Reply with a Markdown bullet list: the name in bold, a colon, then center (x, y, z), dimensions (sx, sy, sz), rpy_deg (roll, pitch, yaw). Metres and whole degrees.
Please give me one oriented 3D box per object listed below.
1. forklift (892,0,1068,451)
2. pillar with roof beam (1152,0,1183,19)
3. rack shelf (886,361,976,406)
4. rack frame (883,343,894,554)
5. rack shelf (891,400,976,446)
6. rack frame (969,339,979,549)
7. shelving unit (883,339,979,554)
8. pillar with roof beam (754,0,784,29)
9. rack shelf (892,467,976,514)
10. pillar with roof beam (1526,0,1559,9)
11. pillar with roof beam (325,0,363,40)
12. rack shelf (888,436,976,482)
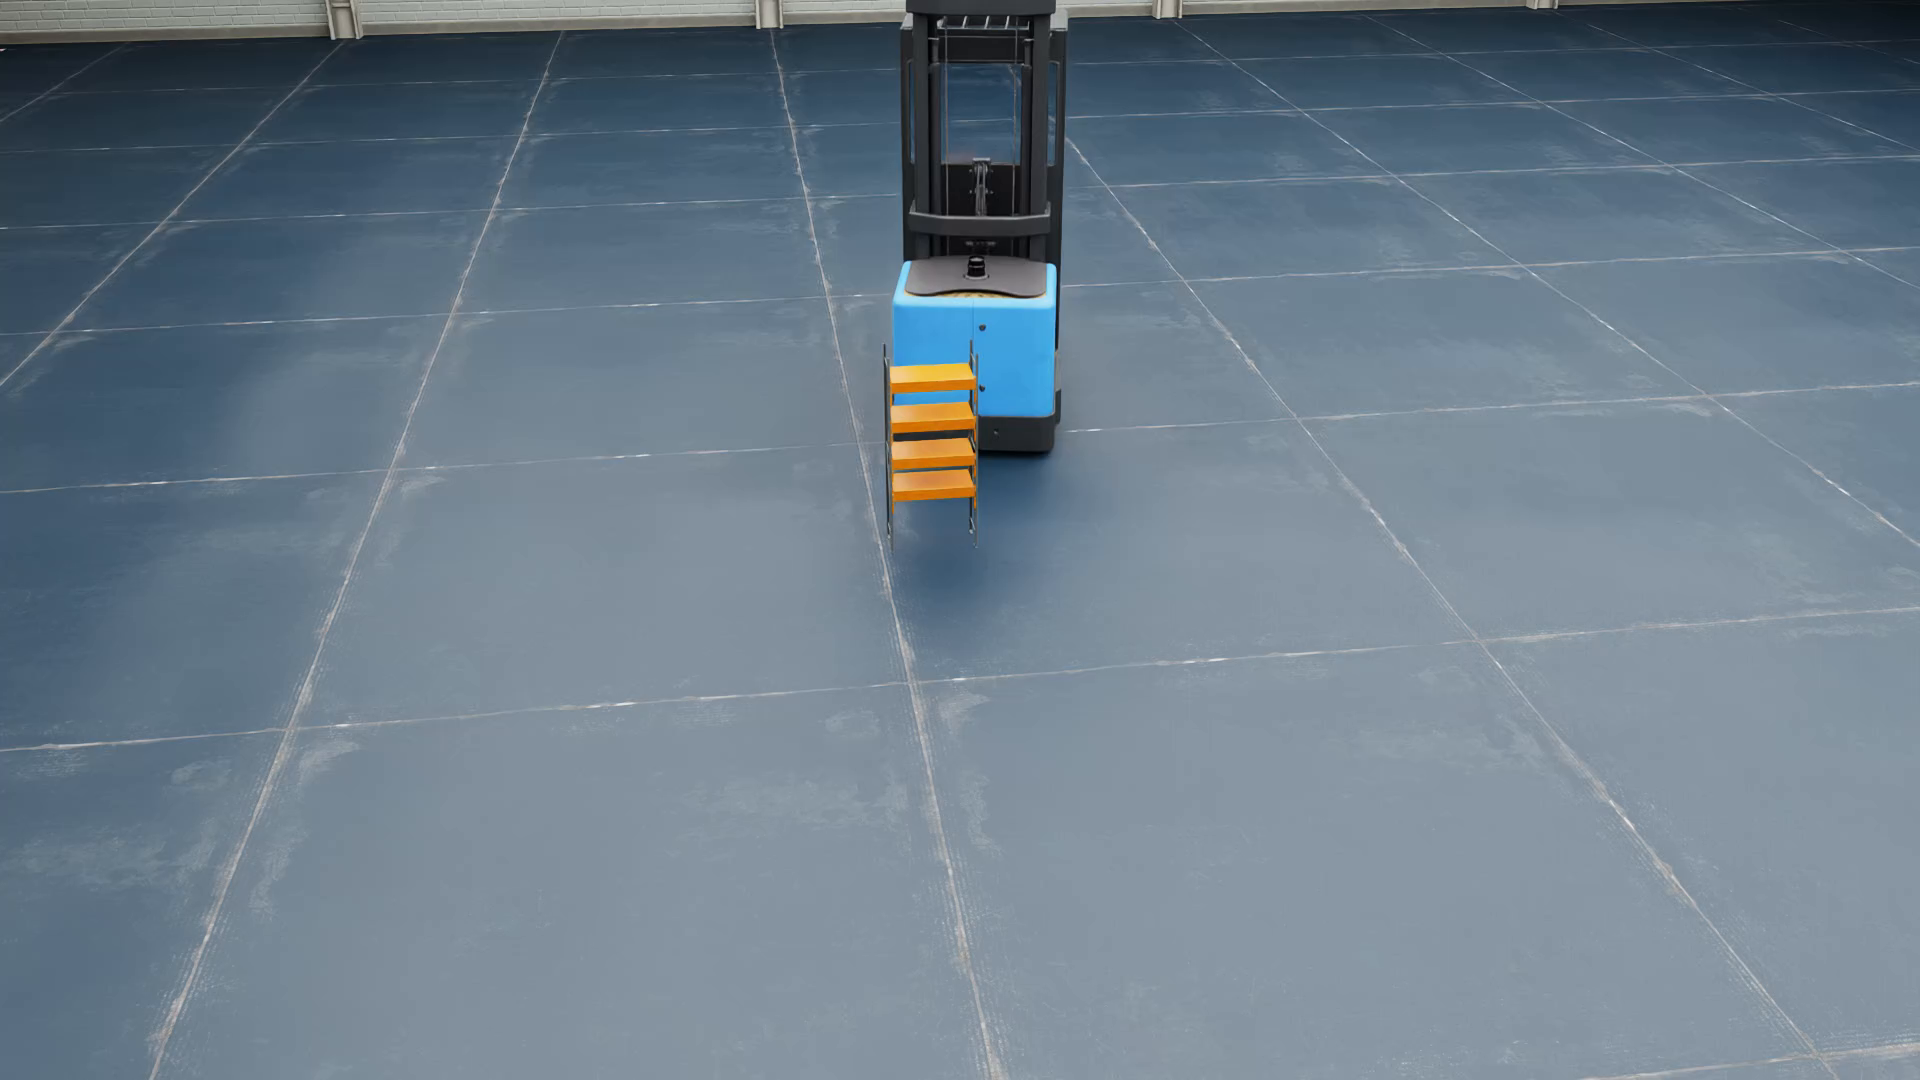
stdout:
- **forklift**: center (0.168, -2.510, 11.431), dimensions (1.130, 2.935, 3.031), rpy_deg (1, 27, 3)
- **pillar with roof beam**: center (3.738, -10.001, 19.384), dimensions (0.400, 9.000, 9.100), rpy_deg (-4, 27, -7)
- **rack shelf**: center (-0.164, -0.873, 9.276), dimensions (0.480, 0.148, 0.258), rpy_deg (-4, 27, -7)
- **rack frame**: center (-0.406, -0.508, 9.425), dimensions (0.015, 1.200, 0.240), rpy_deg (-4, 27, -7)
- **rack shelf**: center (-0.164, -0.662, 9.384), dimensions (0.480, 0.148, 0.258), rpy_deg (-4, 27, -7)
- **rack frame**: center (0.078, -0.539, 9.486), dimensions (0.015, 1.200, 0.240), rpy_deg (-4, 27, -7)
- **shelving unit**: center (-0.164, -0.523, 9.456), dimensions (0.503, 1.200, 0.258), rpy_deg (-4, 27, -7)
- **pillar with roof beam**: center (-2.204, -9.619, 18.640), dimensions (0.400, 9.000, 9.100), rpy_deg (-4, 27, -7)
- **rack shelf**: center (-0.164, -0.287, 9.577), dimensions (0.480, 0.148, 0.258), rpy_deg (-4, 27, -7)
- **pillar with roof beam**: center (9.679, -10.383, 20.128), dimensions (0.400, 9.000, 9.100), rpy_deg (-4, 27, -7)
- **pillar with roof beam**: center (-8.145, -9.238, 17.896), dimensions (0.400, 9.000, 9.100), rpy_deg (-4, 27, -7)
- **rack shelf**: center (-0.164, -0.463, 9.486), dimensions (0.480, 0.148, 0.258), rpy_deg (-4, 27, -7)
